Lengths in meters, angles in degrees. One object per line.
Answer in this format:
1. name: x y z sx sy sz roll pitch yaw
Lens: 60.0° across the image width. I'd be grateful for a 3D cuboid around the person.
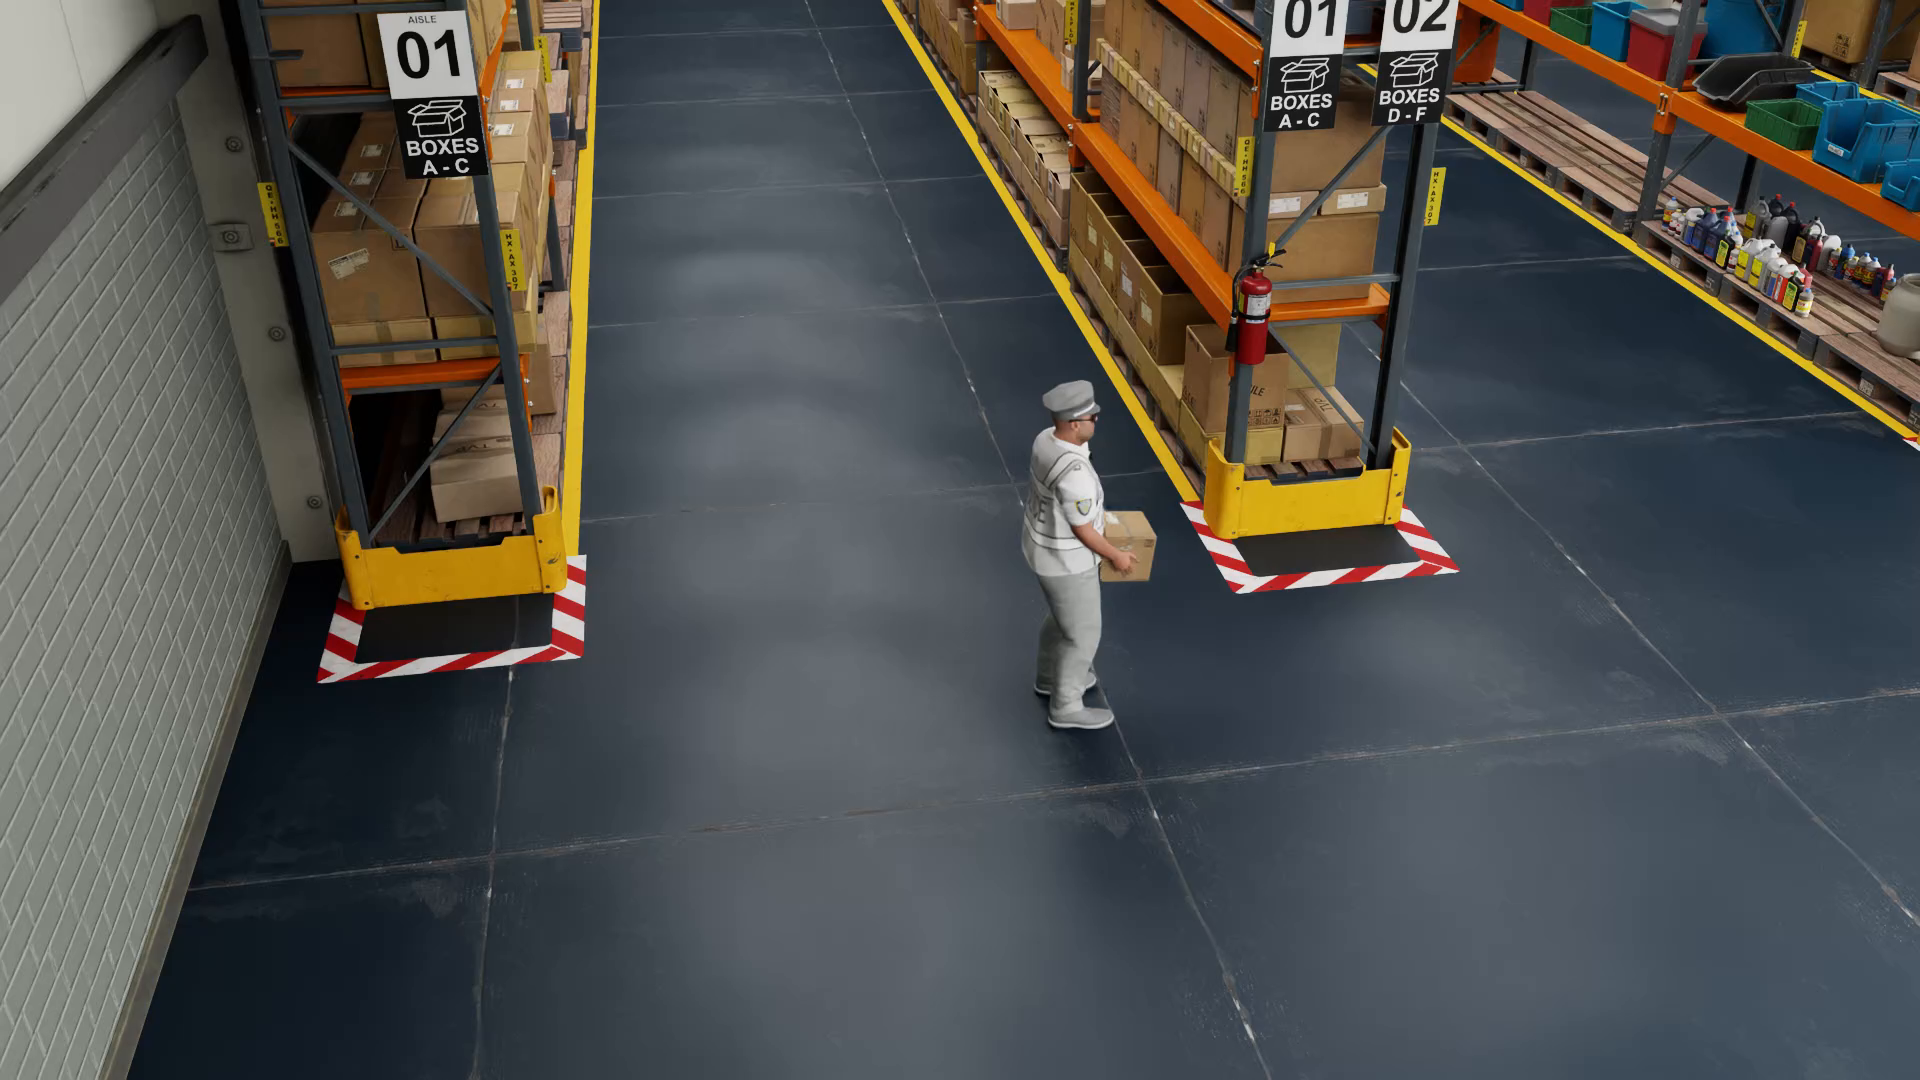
1. person: 0.570 0.059 8.005 0.512 1.772 0.530 -6 31 -9
